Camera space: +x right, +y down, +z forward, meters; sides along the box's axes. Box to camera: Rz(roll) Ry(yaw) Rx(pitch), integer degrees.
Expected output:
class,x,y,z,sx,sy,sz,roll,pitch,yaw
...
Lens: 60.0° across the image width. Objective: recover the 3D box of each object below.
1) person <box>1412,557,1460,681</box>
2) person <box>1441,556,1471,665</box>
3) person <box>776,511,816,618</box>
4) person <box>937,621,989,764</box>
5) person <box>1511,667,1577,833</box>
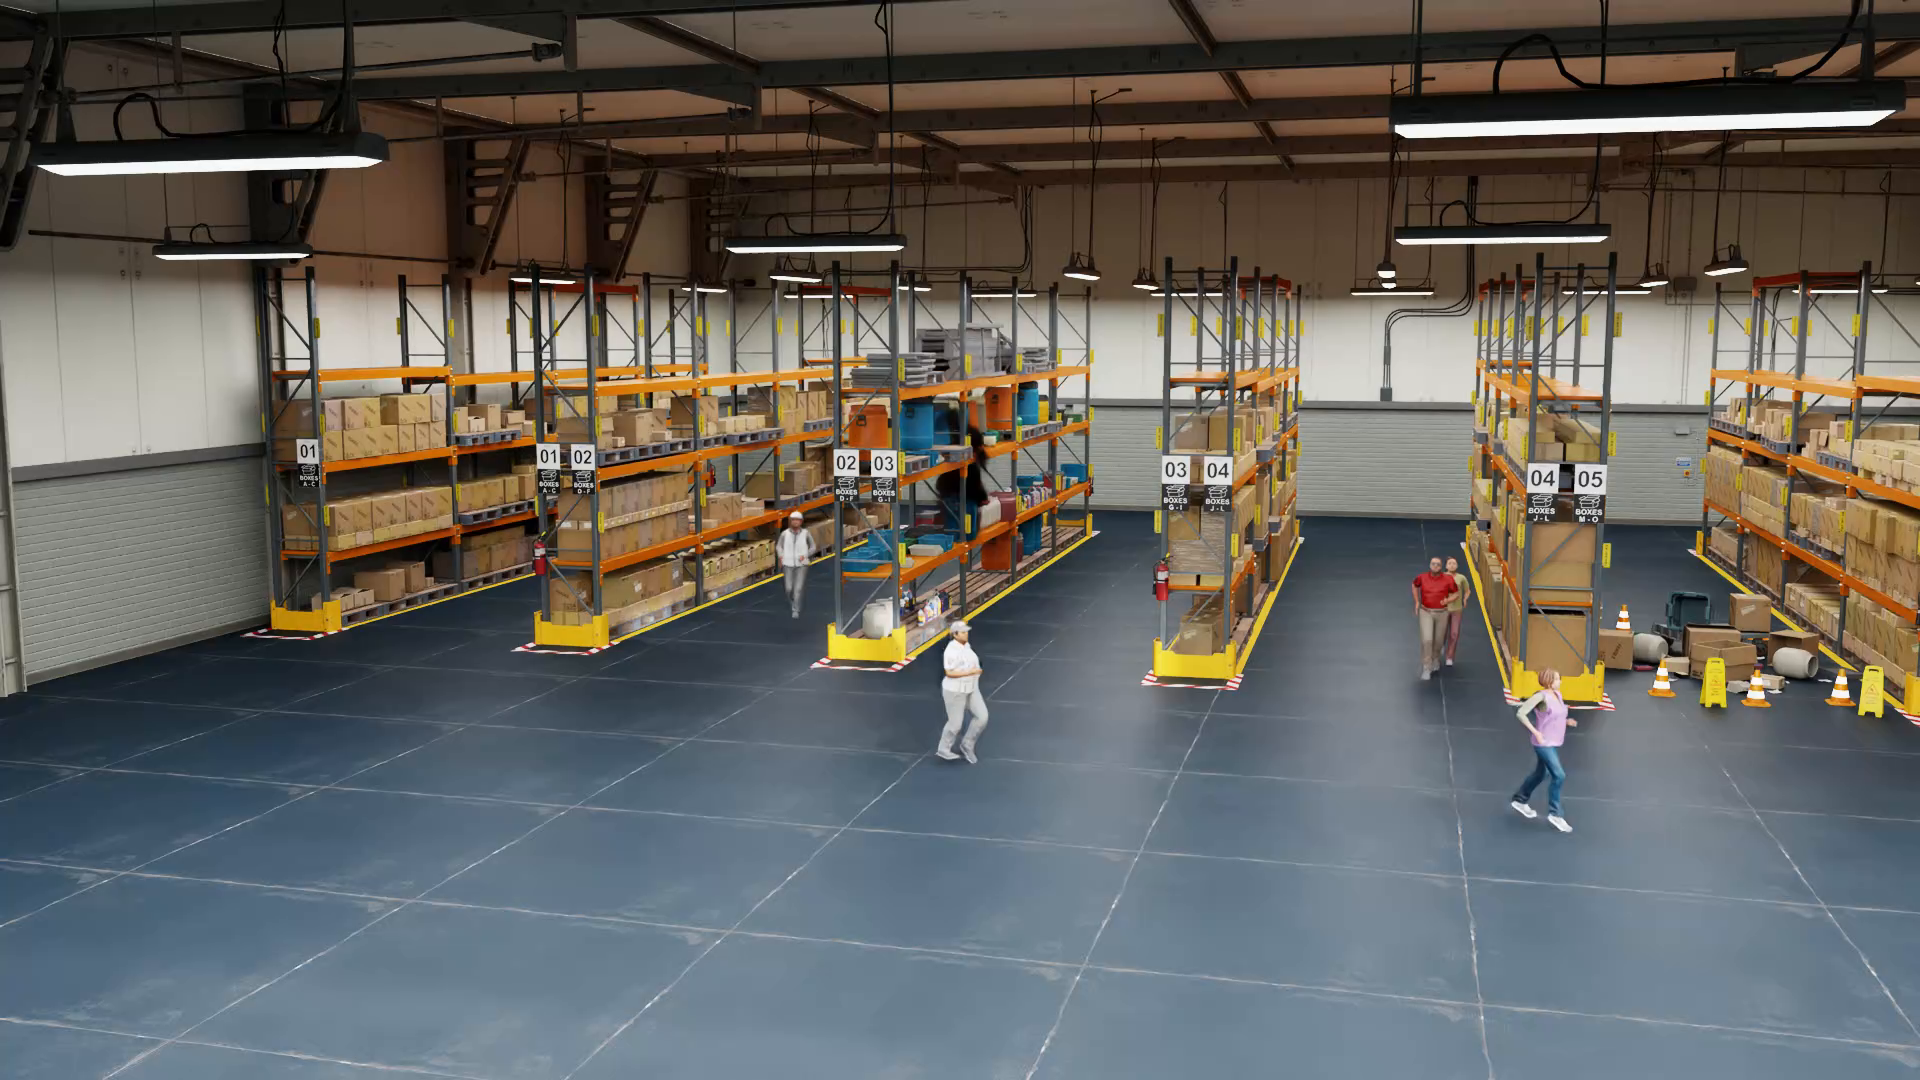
class,x,y,z,sx,sy,sz,roll,pitch,yaw
person,6.867,1.115,24.040,0.653,1.773,0.840,2,7,12
person,7.352,1.043,24.919,0.580,1.618,0.614,2,7,12
person,-2.689,0.400,27.250,0.671,1.738,0.534,0,7,1
person,0.038,1.770,19.163,0.661,1.695,0.586,5,9,36
person,5.888,2.086,16.755,0.675,1.636,0.521,7,10,42
